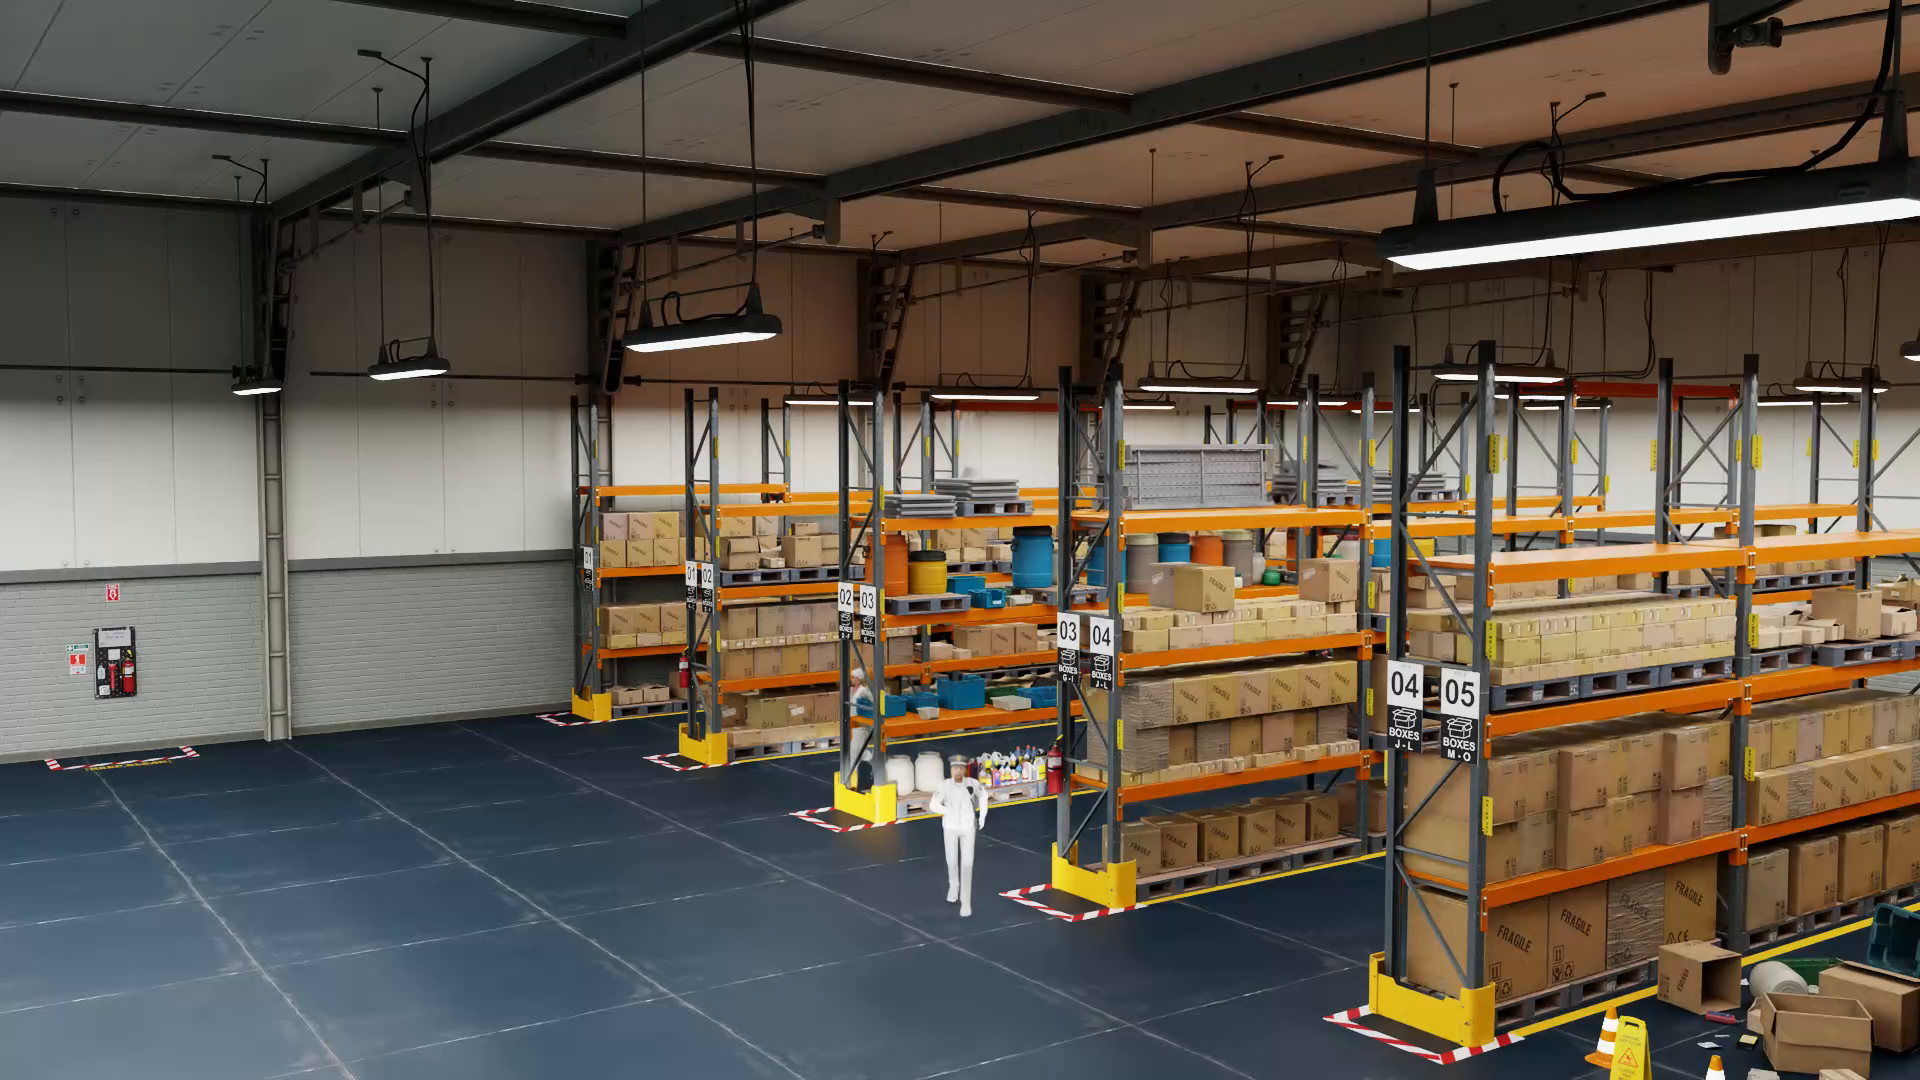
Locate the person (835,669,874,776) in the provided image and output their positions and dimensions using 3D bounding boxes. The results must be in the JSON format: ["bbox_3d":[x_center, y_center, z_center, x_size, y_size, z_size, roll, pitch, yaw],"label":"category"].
[{"bbox_3d":[-1.463,2.797,24.709,0.920,1.779,0.669,-2,4,-35],"label":"person"}]

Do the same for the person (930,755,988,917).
[{"bbox_3d":[-0.014,3.219,18.297,0.638,1.762,0.722,0,3,0],"label":"person"}]
